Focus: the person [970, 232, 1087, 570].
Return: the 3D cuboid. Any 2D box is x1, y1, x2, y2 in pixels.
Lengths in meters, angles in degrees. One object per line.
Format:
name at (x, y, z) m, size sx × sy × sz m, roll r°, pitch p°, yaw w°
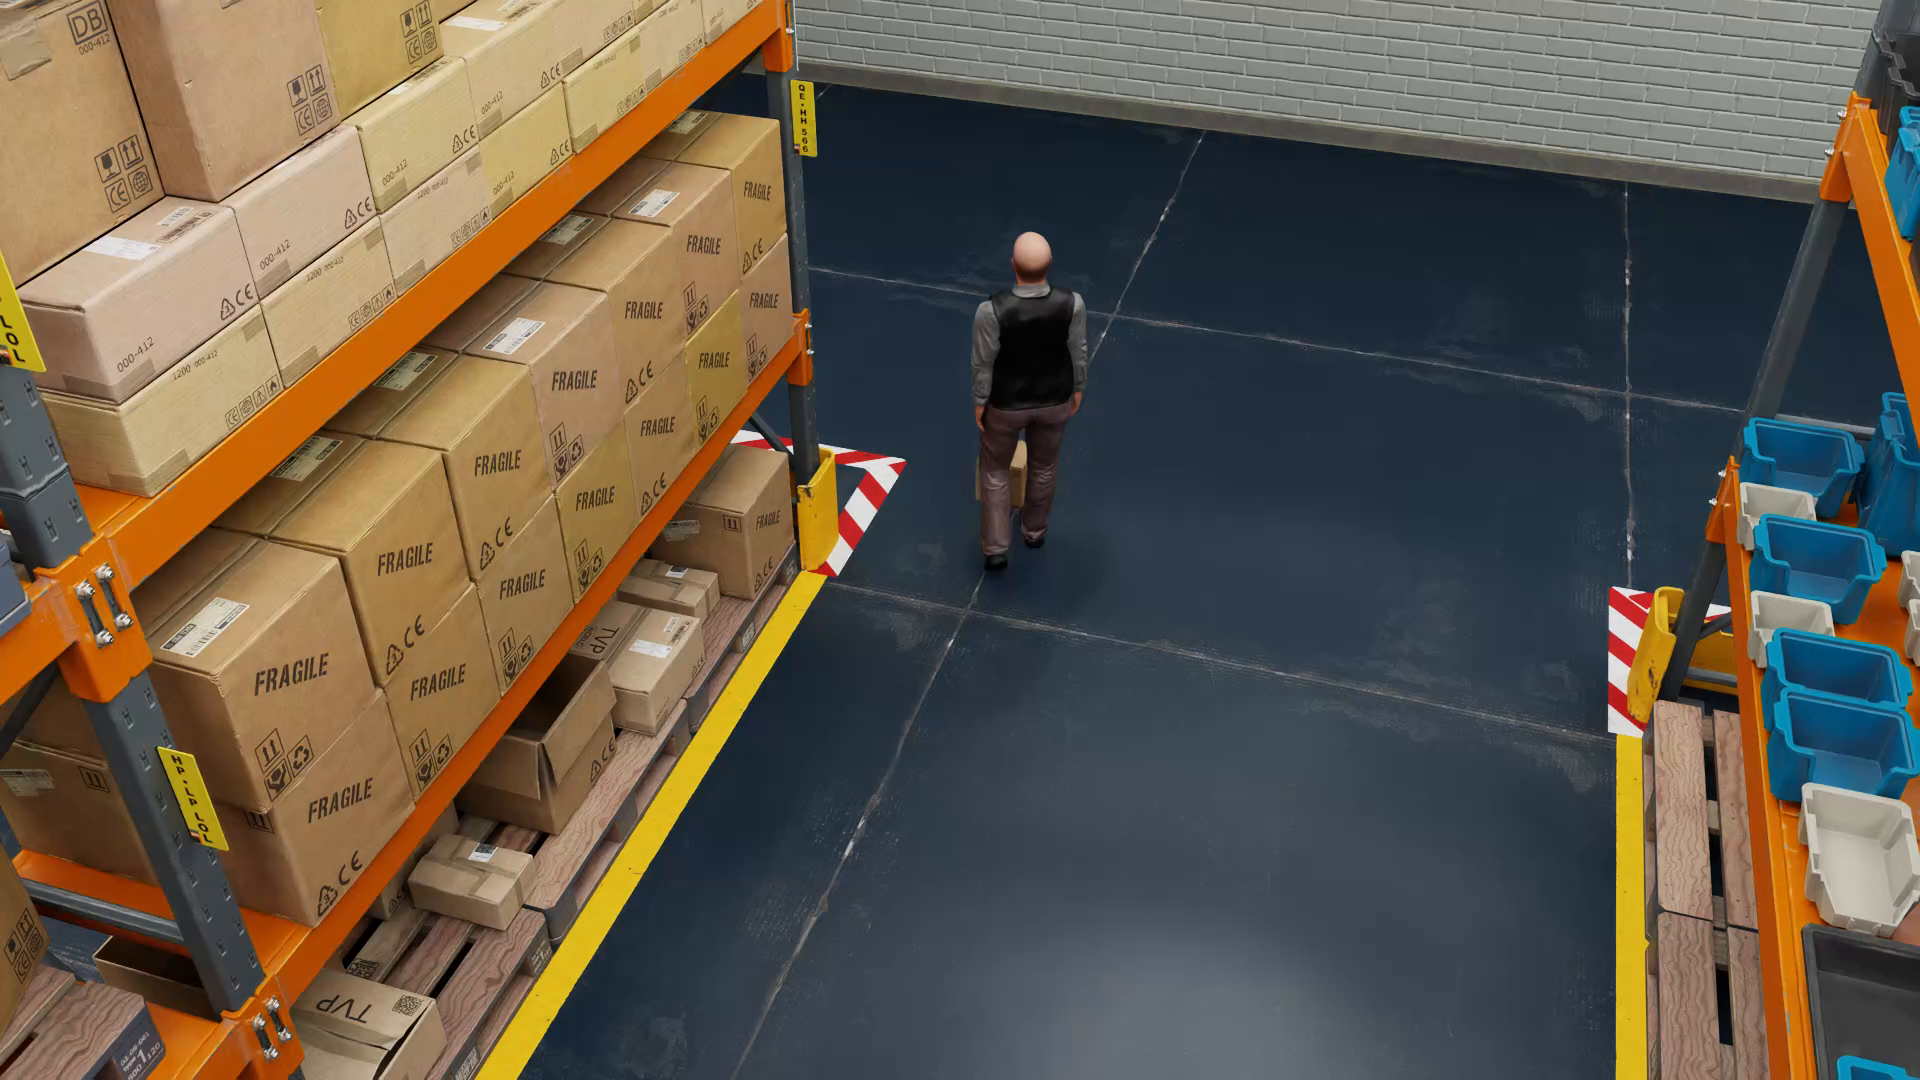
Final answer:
person at (0.312, -0.636, 7.819) m, size 0.562 × 1.792 × 0.516 m, roll -5°, pitch 37°, yaw -7°
